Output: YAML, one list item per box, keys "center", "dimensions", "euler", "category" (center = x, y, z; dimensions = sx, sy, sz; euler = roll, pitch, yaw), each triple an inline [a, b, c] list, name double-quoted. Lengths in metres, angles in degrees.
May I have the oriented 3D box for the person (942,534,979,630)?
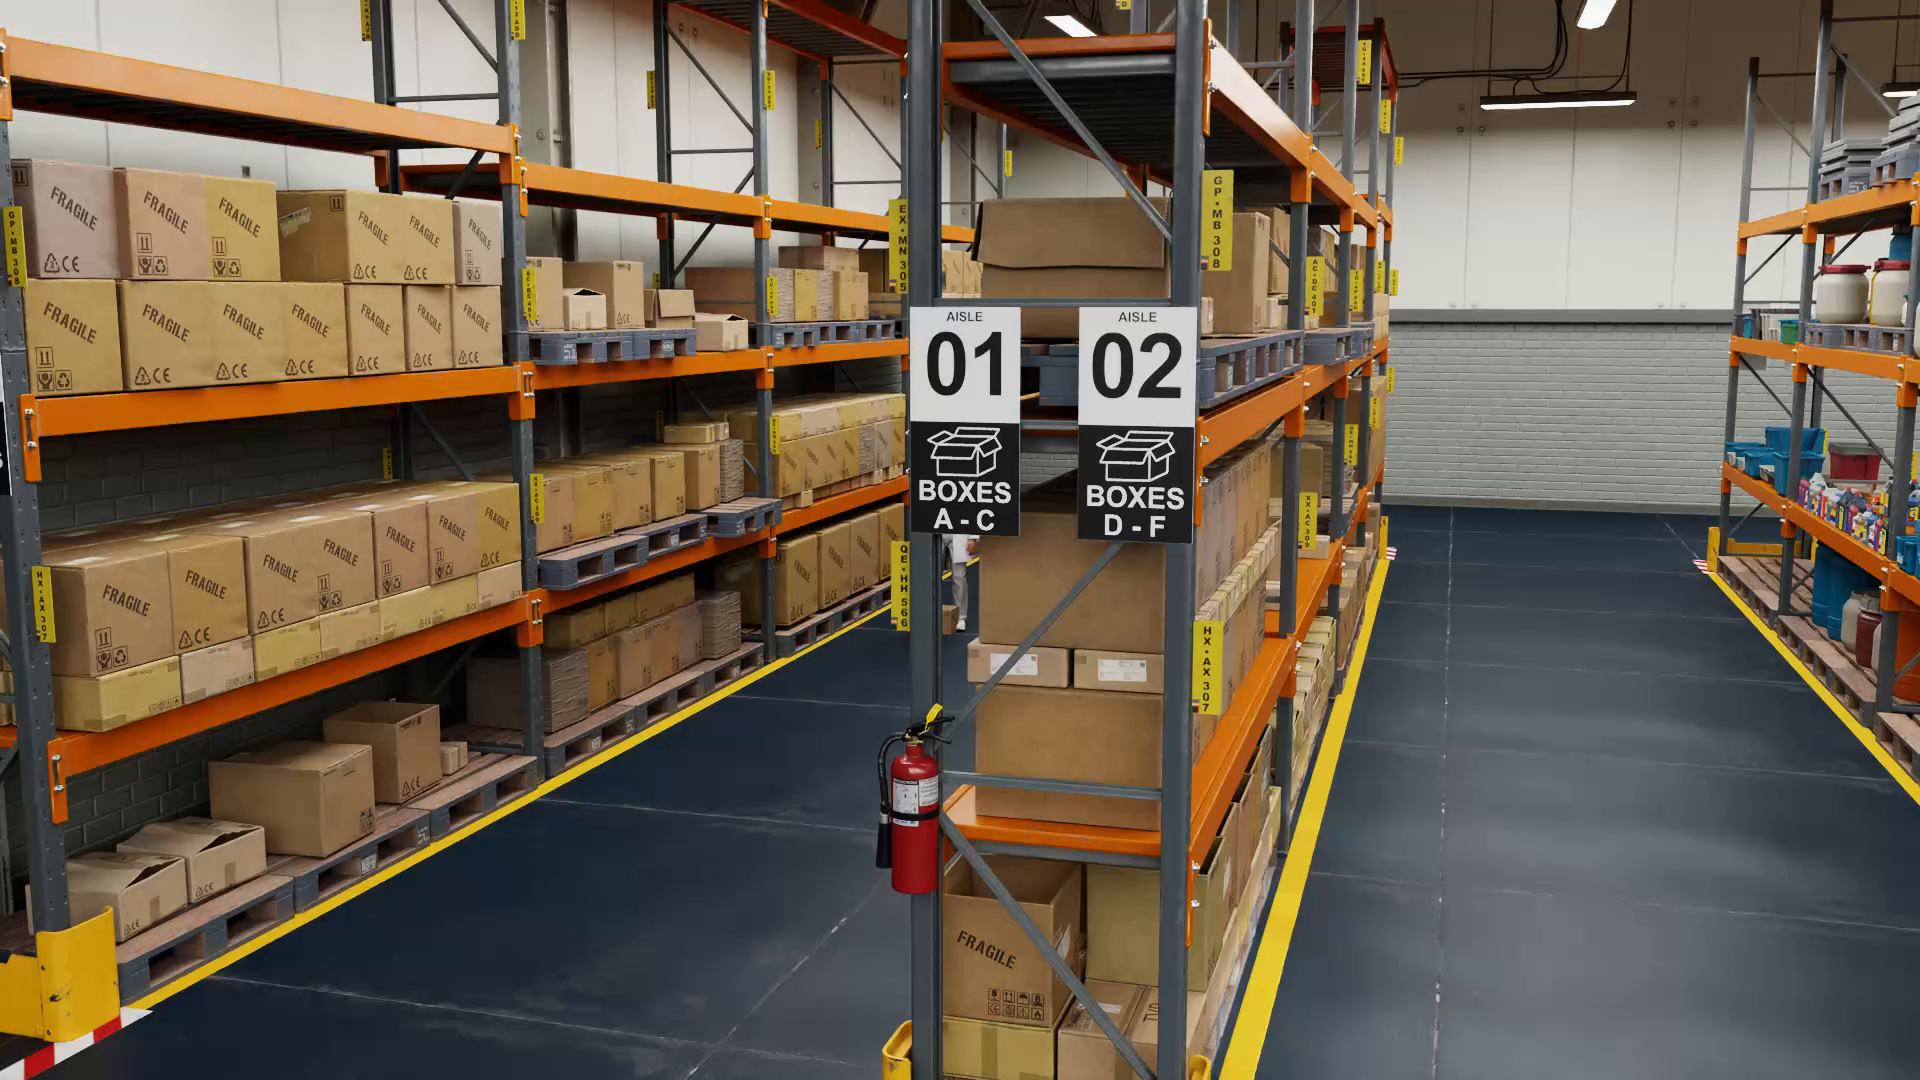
- center: [-0.115, -0.006, 16.419]
  dimensions: [0.642, 1.774, 0.420]
  euler: [2, 8, 16]
  category: "person"
